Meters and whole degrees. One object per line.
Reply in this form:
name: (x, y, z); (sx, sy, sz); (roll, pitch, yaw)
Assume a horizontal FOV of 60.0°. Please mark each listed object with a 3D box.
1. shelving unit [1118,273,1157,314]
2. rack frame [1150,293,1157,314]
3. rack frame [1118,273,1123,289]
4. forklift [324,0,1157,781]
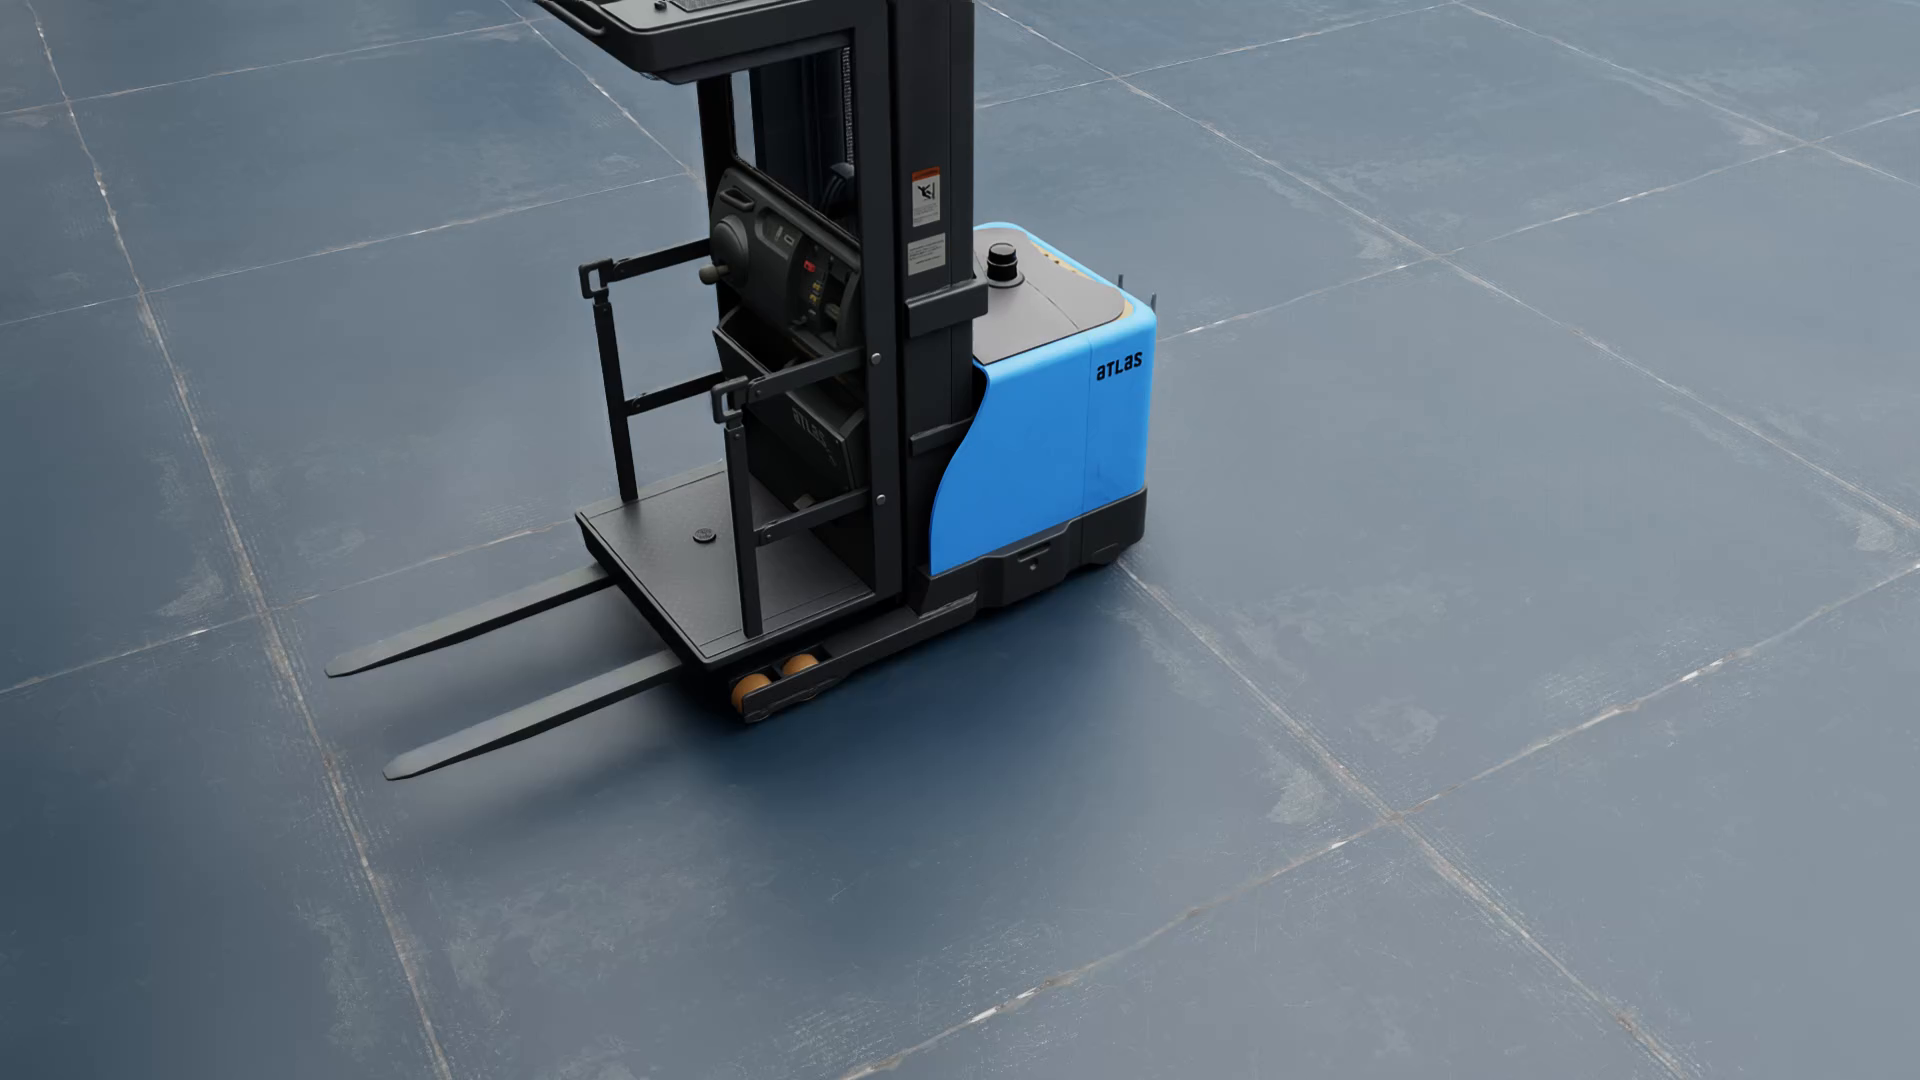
shelving unit: (0.617, -0.619, 6.834); (0.258, 0.900, 0.210); (-23, 42, -28)
rack frame: (0.676, -0.570, 6.767); (0.240, 0.900, 0.006); (-23, 42, -28)
rack frame: (0.558, -0.667, 6.901); (0.240, 0.900, 0.006); (-23, 42, -28)
forklift: (-0.767, -0.899, 5.496); (3.031, 2.935, 1.130); (-22, 41, -27)
